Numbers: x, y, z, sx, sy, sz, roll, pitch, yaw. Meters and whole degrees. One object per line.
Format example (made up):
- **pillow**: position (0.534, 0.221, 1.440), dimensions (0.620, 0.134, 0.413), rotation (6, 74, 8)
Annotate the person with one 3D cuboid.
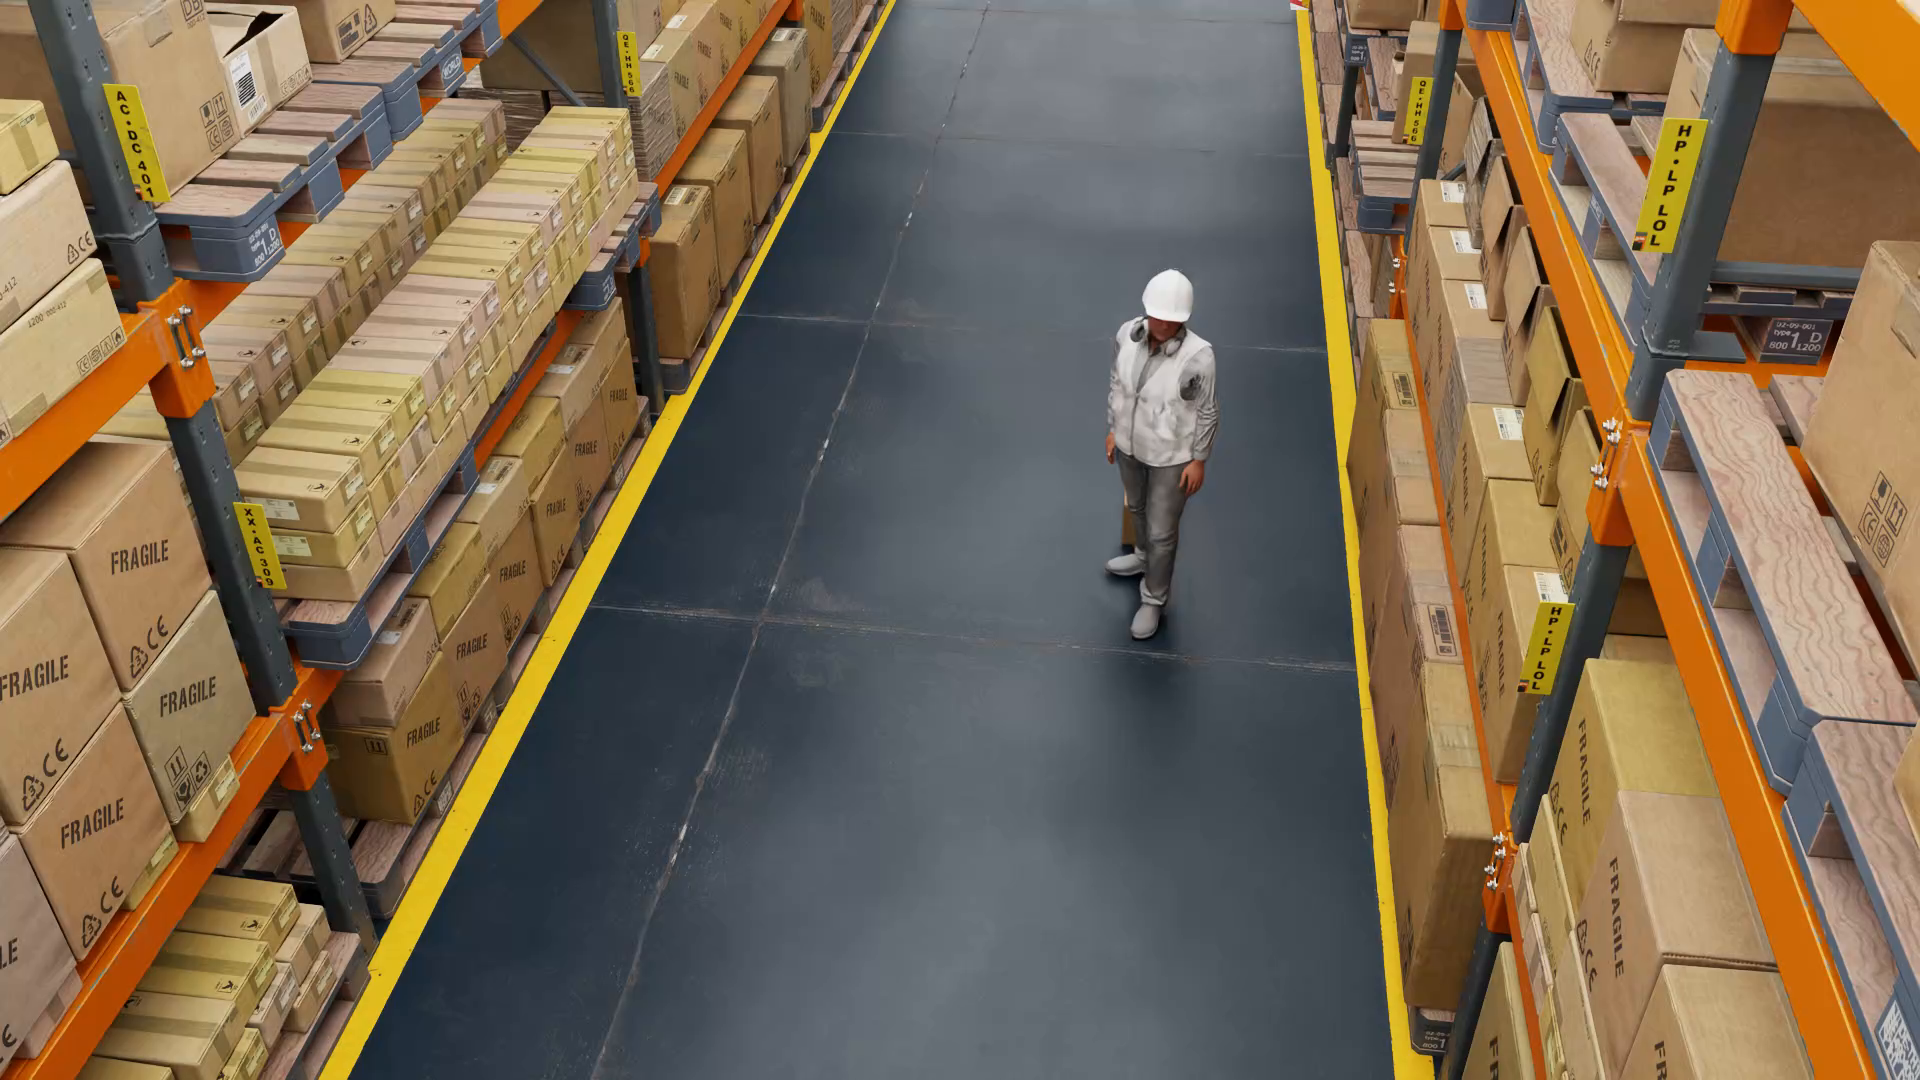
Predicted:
- **person**: position (0.888, -0.433, 7.604), dimensions (0.551, 1.776, 0.555), rotation (-30, 45, -35)
